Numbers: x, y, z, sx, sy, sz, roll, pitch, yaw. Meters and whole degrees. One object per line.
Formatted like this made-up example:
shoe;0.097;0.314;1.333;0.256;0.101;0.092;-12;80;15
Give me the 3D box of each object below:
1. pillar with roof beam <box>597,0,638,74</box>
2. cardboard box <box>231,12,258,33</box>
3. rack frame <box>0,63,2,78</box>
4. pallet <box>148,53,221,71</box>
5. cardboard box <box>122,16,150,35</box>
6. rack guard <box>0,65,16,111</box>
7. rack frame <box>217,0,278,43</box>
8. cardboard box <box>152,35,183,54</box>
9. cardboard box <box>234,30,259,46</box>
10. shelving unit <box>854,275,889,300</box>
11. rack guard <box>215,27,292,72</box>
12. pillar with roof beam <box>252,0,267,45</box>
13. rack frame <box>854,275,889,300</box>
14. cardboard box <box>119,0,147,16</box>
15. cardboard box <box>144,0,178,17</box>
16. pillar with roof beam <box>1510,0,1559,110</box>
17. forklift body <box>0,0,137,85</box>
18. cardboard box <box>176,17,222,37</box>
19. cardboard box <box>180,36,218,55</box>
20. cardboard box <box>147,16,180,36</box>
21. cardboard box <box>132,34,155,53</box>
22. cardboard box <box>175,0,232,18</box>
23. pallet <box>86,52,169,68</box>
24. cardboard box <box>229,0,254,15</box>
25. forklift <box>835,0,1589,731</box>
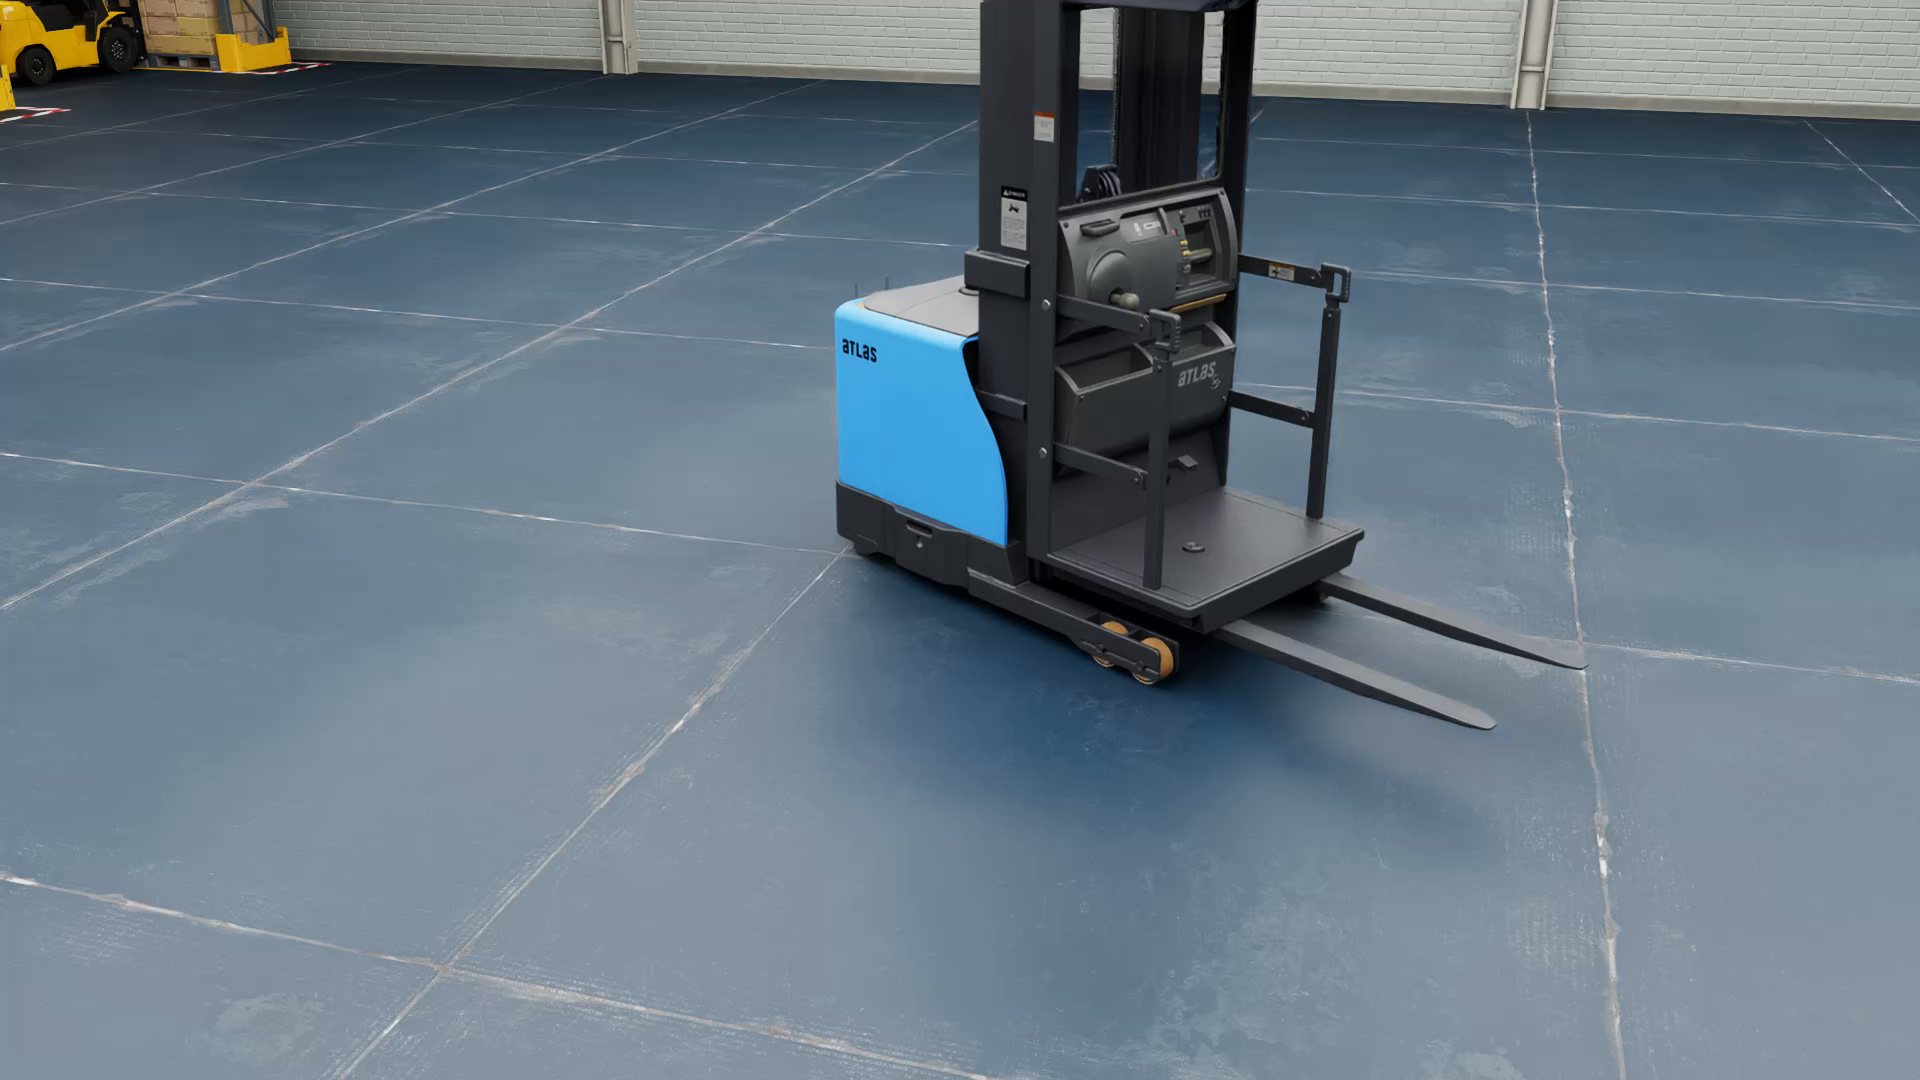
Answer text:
pillar with roof beam;-5.950;-9.090;17.572;0.400;9.000;9.100;7;23;16
cardboard box;-10.434;-7.413;23.799;0.500;0.250;0.500;7;23;16
rack frame;-11.474;-6.328;18.745;0.127;3.000;1.000;7;23;16
pallet;-10.788;-6.911;23.839;1.213;0.211;1.003;7;23;16
cardboard box;-11.578;-7.333;23.606;0.500;0.250;0.500;6;23;14
rack guard;-11.547;-5.180;19.240;0.348;0.500;1.175;7;23;16
rack frame;-10.044;-8.132;23.143;0.127;3.000;1.000;7;23;16
cardboard box;-11.059;-7.049;23.572;0.500;0.250;0.500;7;23;15
cardboard box;-10.458;-7.179;23.889;0.500;0.250;0.500;7;23;16
shelving unit;-0.304;-0.628;7.419;0.215;1.050;0.252;-20;30;-40
rack guard;-10.021;-6.973;23.611;0.348;0.500;1.175;7;23;16
pillar with roof beam;-11.694;-9.747;19.175;0.400;9.000;9.100;7;23;16
rack frame;-0.389;-0.662;7.500;0.200;1.050;0.008;-20;30;-40
cardboard box;-11.552;-7.560;23.499;0.500;0.250;0.500;7;23;16
cardboard box;-11.066;-7.508;23.373;0.500;0.250;0.500;7;23;16
pillar with roof beam;5.539;-7.774;14.365;0.400;9.000;9.100;7;23;16
forklift body;-12.387;-7.284;22.194;1.214;2.155;2.313;7;23;16
cardboard box;-10.600;-7.225;23.343;0.500;0.250;0.500;6;23;15
cardboard box;-10.585;-6.991;23.430;0.500;0.250;0.500;7;23;16
cardboard box;-11.077;-7.284;23.487;0.500;0.250;0.500;6;23;15
cardboard box;-11.535;-7.107;23.713;0.500;0.250;0.500;7;23;16
cardboard box;-10.575;-7.454;23.242;0.500;0.250;0.500;7;23;17
pallet;-11.953;-7.045;24.167;1.213;0.211;1.003;7;23;15
cardboard box;-10.450;-7.638;23.691;0.500;0.250;0.500;6;23;15
forklift;0.853;-1.055;5.980;1.130;2.935;3.031;-20;30;-40
